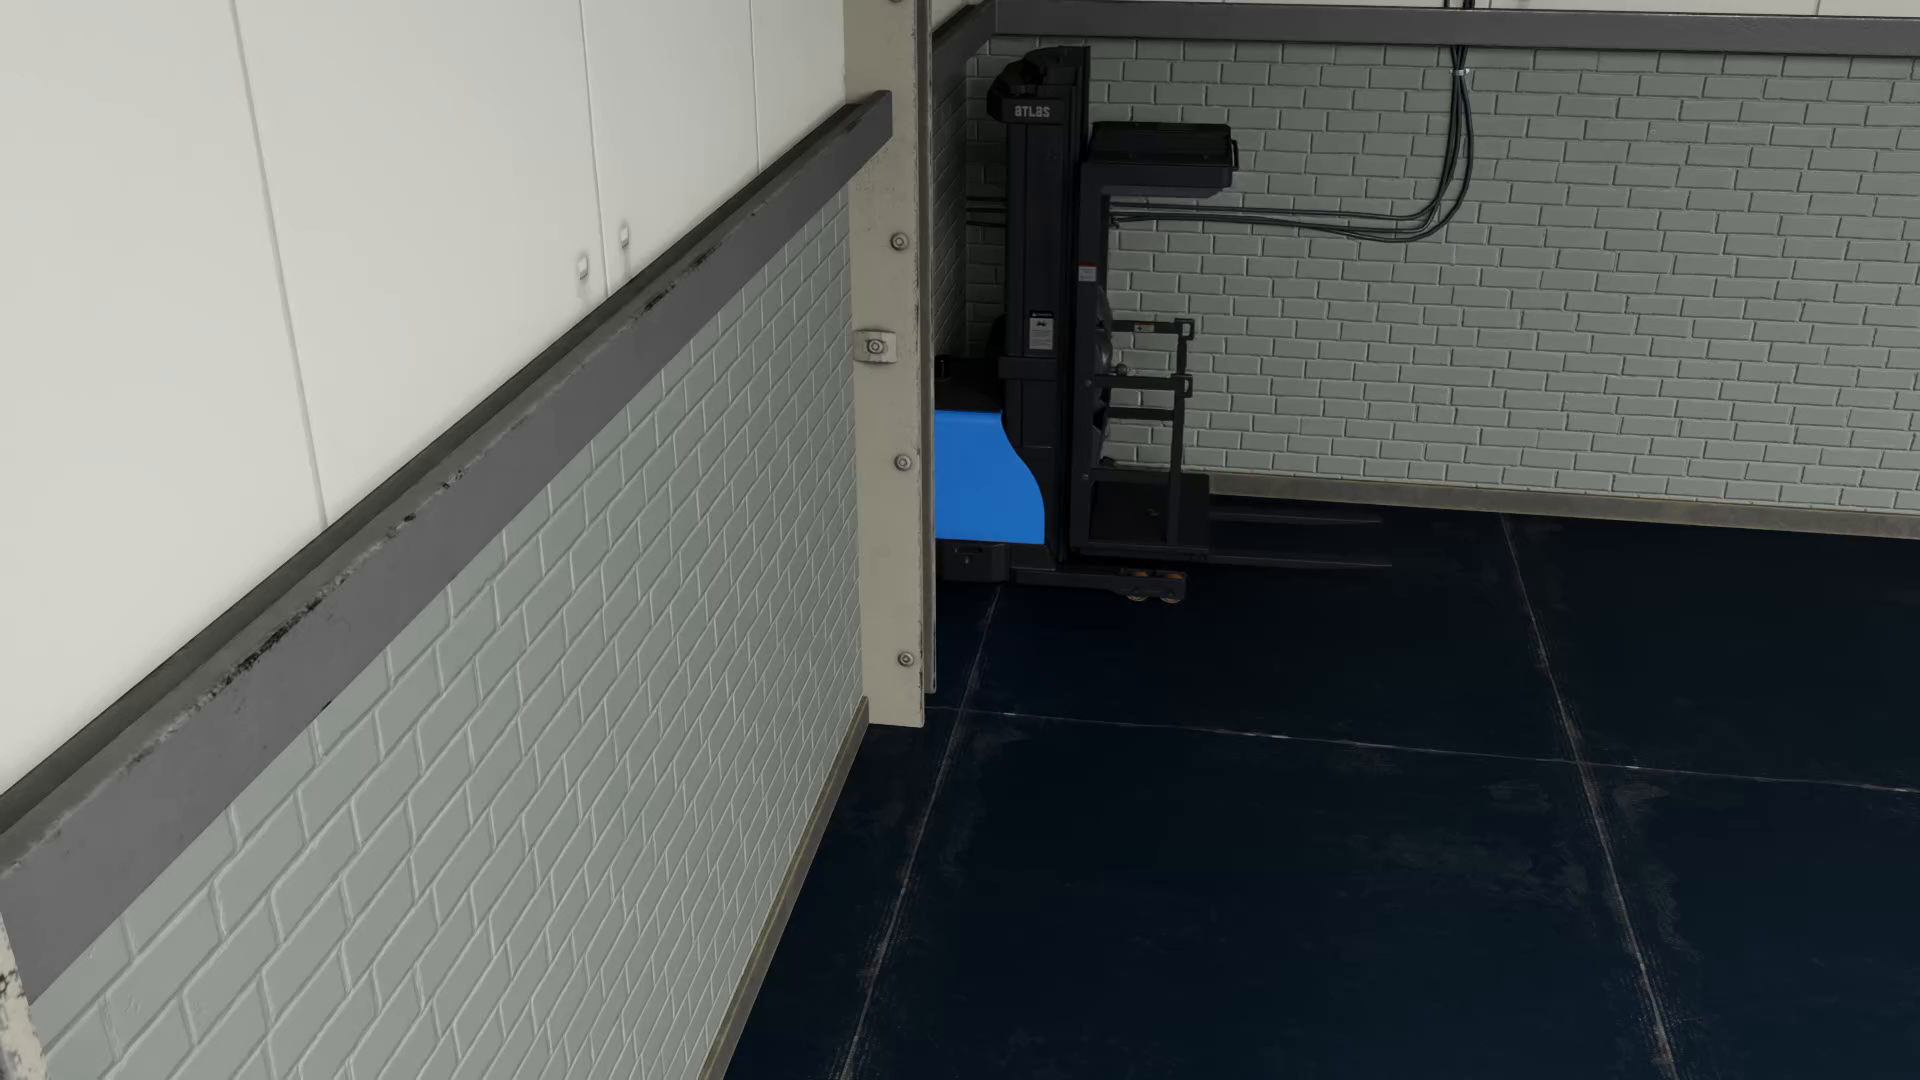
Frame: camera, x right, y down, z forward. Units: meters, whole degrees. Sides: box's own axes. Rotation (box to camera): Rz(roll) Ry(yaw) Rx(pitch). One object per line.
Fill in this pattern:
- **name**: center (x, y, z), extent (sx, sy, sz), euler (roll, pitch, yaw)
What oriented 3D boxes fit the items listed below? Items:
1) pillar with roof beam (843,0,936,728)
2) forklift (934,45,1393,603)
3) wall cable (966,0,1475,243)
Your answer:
- **pillar with roof beam**: center (3.941, -2.939, 5.915), extent (9.100, 9.000, 0.400), euler (4, 25, 9)
- **forklift**: center (0.996, -1.209, 9.375), extent (3.031, 2.935, 1.130), euler (3, 25, 7)
- **wall cable**: center (1.480, -2.972, 9.647), extent (3.097, 2.526, 0.112), euler (4, 25, 9)
